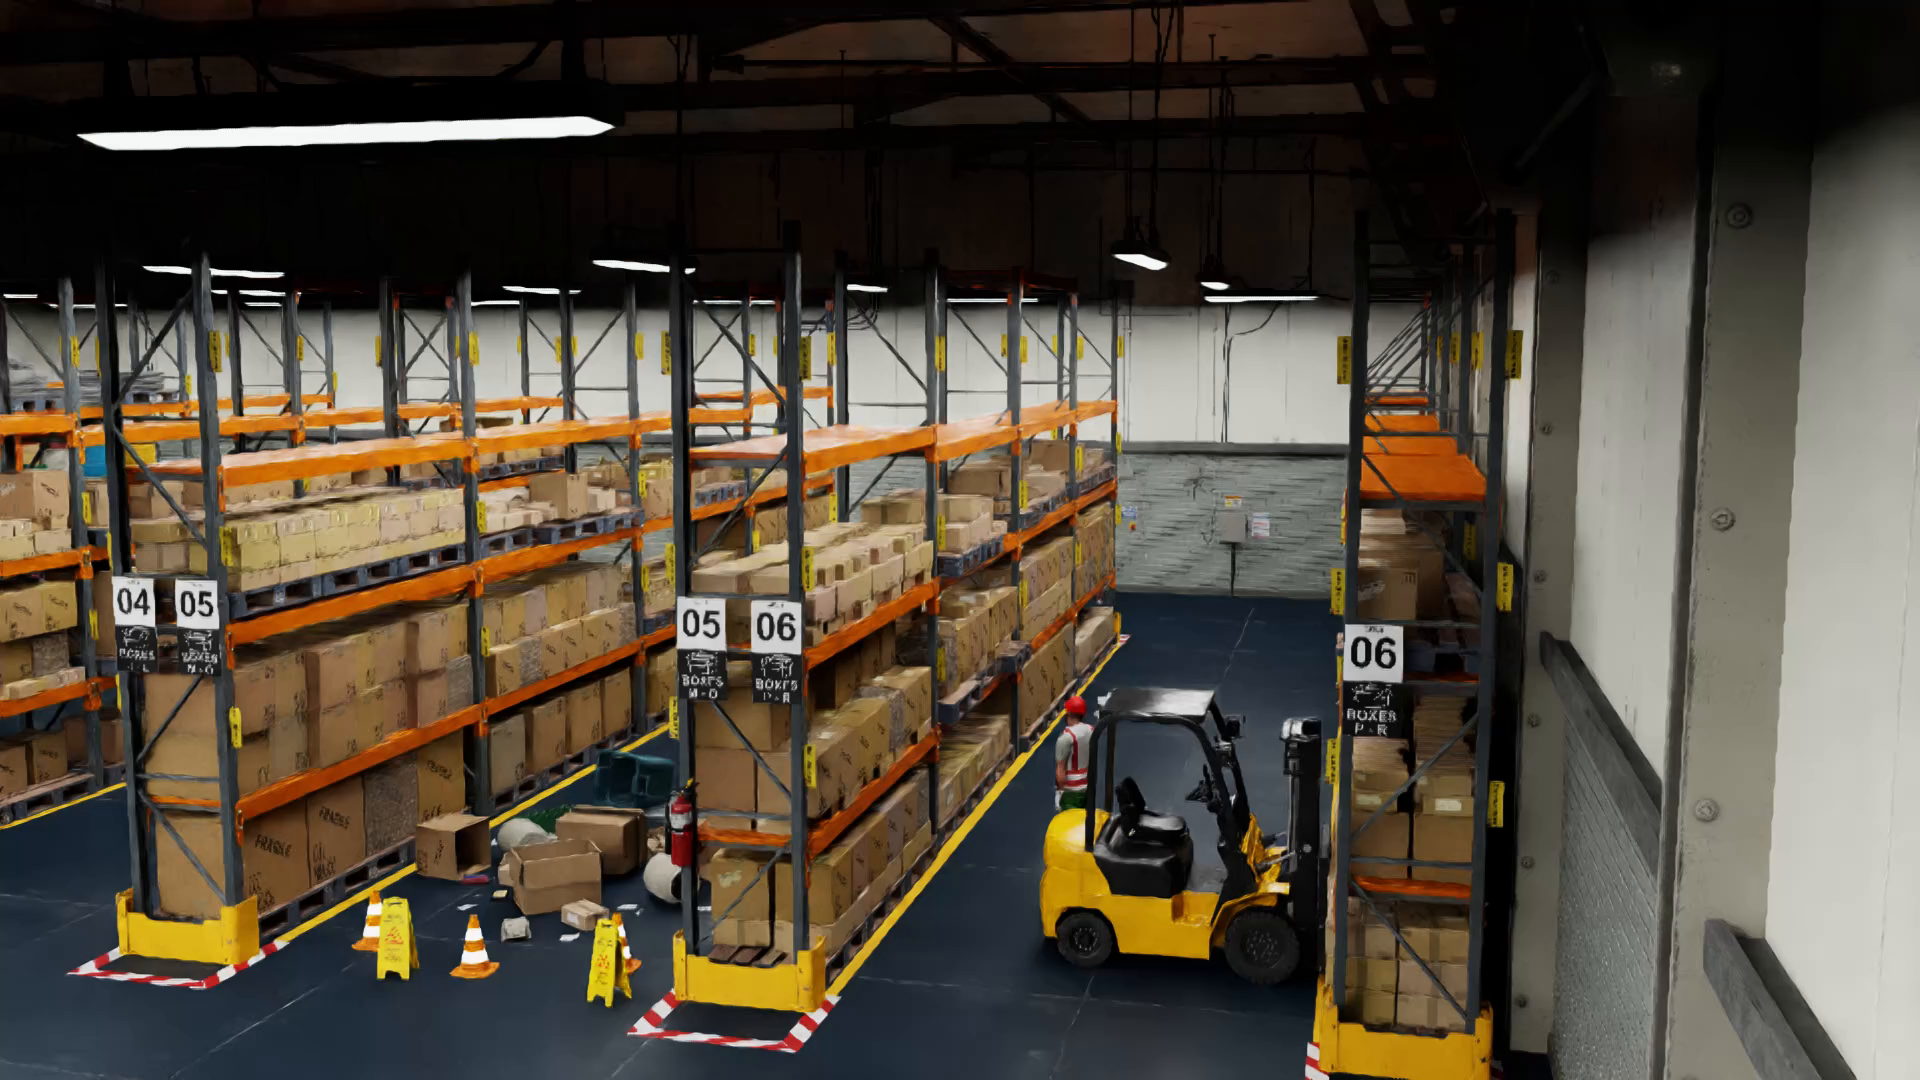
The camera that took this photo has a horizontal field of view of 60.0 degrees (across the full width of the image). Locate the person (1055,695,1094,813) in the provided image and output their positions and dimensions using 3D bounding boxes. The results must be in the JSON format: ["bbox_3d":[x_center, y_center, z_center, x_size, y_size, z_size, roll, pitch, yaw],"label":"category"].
[{"bbox_3d":[1.033,2.349,15.793,0.528,1.783,0.656,6,9,38],"label":"person"}]

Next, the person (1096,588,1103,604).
[{"bbox_3d":[2.509,0.469,31.861,0.448,1.601,1.006,3,8,23],"label":"person"}]
